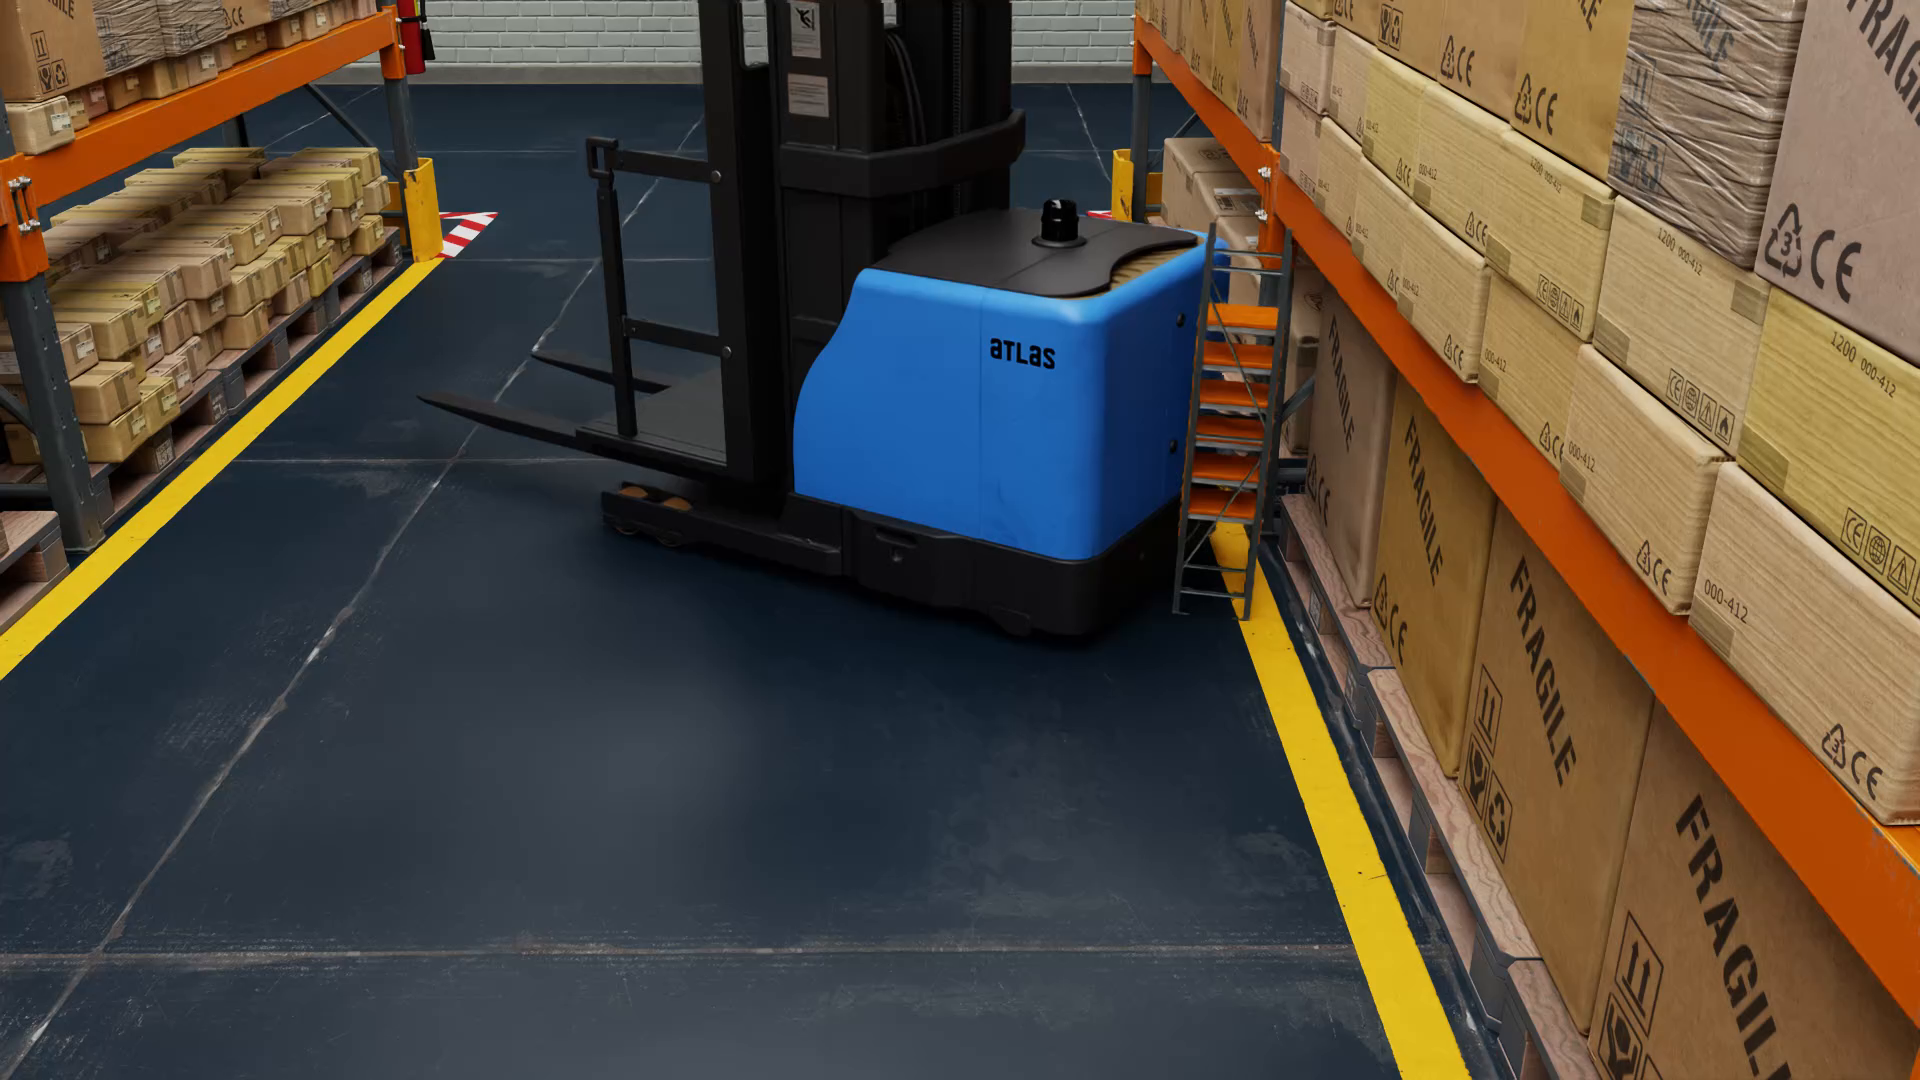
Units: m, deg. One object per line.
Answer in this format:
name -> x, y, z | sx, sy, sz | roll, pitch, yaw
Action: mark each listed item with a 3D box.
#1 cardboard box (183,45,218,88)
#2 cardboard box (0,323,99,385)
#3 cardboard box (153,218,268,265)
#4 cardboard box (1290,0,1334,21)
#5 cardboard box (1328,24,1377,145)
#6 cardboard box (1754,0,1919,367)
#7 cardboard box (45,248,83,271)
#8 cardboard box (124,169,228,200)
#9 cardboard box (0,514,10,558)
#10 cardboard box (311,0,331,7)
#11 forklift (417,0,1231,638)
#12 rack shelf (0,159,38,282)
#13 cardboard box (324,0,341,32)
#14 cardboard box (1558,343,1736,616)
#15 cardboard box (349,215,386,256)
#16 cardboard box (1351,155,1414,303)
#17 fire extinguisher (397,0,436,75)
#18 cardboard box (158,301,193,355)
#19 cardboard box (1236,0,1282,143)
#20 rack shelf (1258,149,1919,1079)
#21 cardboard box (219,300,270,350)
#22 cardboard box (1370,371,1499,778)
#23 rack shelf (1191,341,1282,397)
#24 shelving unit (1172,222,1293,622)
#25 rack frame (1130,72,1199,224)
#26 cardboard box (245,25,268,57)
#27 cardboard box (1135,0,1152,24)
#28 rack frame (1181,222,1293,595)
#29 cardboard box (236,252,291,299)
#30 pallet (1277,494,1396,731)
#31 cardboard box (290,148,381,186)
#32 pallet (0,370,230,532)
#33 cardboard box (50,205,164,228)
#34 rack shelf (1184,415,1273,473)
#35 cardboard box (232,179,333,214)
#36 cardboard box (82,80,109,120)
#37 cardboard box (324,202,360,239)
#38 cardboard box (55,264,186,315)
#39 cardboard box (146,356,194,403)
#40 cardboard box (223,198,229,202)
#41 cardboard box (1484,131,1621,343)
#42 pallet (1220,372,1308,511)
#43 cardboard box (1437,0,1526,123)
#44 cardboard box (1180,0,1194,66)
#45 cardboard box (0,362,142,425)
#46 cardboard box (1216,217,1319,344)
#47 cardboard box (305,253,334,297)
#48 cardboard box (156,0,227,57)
cardboard box -> -3.190, -1.887, 6.587 | 0.380, 0.149, 0.250 | 1, 24, 2
cardboard box -> -3.248, -0.647, 5.768 | 0.380, 0.149, 0.250 | 1, 24, 2
cardboard box -> -3.239, -1.291, 7.192 | 0.380, 0.149, 0.250 | 0, 24, 0
cardboard box -> 1.215, -1.723, 4.585 | 0.500, 0.500, 0.500 | 0, 24, 0
cardboard box -> 1.254, -1.167, 4.265 | 0.500, 0.250, 0.500 | 0, 24, 0
cardboard box -> 1.274, -0.469, 1.813 | 0.500, 0.500, 0.500 | -1, 24, -2
cardboard box -> -3.788, -1.076, 6.716 | 0.380, 0.149, 0.250 | -1, 24, -3
cardboard box -> -3.831, -1.717, 8.135 | 0.380, 0.149, 0.250 | 0, 24, -1
cardboard box -> -3.191, -0.089, 4.831 | 0.500, 0.500, 0.500 | -1, 24, -2
cardboard box -> -3.232, -2.774, 7.760 | 0.500, 0.500, 0.500 | -1, 24, -1
forklift -> -0.646, -1.481, 5.467 | 3.031, 2.935, 1.130 | 14, 28, 29
rack shelf -> -3.430, -0.189, 3.400 | 1.077, 0.370, 4.000 | 0, 24, -1
cardboard box -> -3.226, -2.535, 8.021 | 0.380, 0.149, 0.250 | 0, 24, -1
cardboard box -> 1.255, -0.106, 2.525 | 0.500, 0.250, 0.500 | 0, 24, 0
cardboard box -> -3.177, -1.560, 8.509 | 0.380, 0.149, 0.250 | 0, 24, 1
cardboard box -> 1.235, -0.729, 3.904 | 0.500, 0.250, 0.500 | 0, 24, -1
fire extinguisher -> -3.036, -2.890, 9.045 | 0.296, 0.674, 0.183 | 0, 24, -1
cardboard box -> -3.267, -0.835, 6.544 | 0.380, 0.149, 0.250 | -1, 24, -3
cardboard box -> 1.237, -1.640, 5.615 | 0.500, 0.500, 0.500 | 0, 24, 0
rack shelf -> 1.519, -0.253, 3.541 | 1.077, 0.370, 4.000 | 0, 24, -1
cardboard box -> -3.189, -0.919, 7.092 | 0.380, 0.149, 0.250 | -1, 24, -2
cardboard box -> 1.602, 0.000, 4.180 | 0.875, 0.875, 0.875 | 0, 24, 1
rack shelf -> 0.823, -0.515, 4.944 | 0.258, 0.103, 0.180 | 6, 26, 8
shelving unit -> 0.817, -0.338, 5.028 | 0.258, 1.200, 0.189 | 6, 26, 8
rack frame -> 1.454, -3.053, 8.860 | 1.000, 3.000, 0.127 | 0, 24, -1
cardboard box -> -3.283, -2.210, 7.301 | 0.380, 0.149, 0.250 | -1, 24, -3
cardboard box -> 1.172, -2.899, 8.399 | 0.500, 0.500, 0.500 | 0, 24, -1
rack frame -> 0.833, -0.376, 5.110 | 0.240, 1.200, 0.006 | 6, 26, 8
cardboard box -> -3.163, -1.154, 7.251 | 0.380, 0.149, 0.250 | 0, 24, 0
pallet -> 1.581, 0.184, 5.088 | 1.003, 0.211, 1.213 | 0, 24, -1
cardboard box -> -3.236, -1.935, 8.617 | 0.380, 0.149, 0.250 | 0, 24, 0
pallet -> -3.494, -0.347, 6.260 | 1.003, 0.211, 1.213 | 0, 24, -1
cardboard box -> -3.795, -1.393, 7.417 | 0.380, 0.149, 0.250 | 0, 24, 0
rack shelf -> 0.816, -0.298, 5.047 | 0.258, 0.103, 0.180 | 6, 26, 8
cardboard box -> -3.221, -1.618, 7.916 | 0.380, 0.149, 0.250 | -1, 24, -3
cardboard box -> -3.260, -1.560, 5.864 | 0.380, 0.149, 0.250 | -1, 24, -3
cardboard box -> -3.196, -1.586, 8.207 | 0.380, 0.149, 0.250 | -1, 24, -3
cardboard box -> -3.269, -0.972, 6.487 | 0.380, 0.149, 0.250 | -1, 24, -2
cardboard box -> -3.192, -0.596, 6.378 | 0.380, 0.149, 0.250 | 0, 24, -1
cardboard box -> -3.708, -1.586, 8.206 | 0.380, 0.149, 0.250 | 0, 24, 0
cardboard box -> 1.246, -0.536, 2.871 | 0.500, 0.250, 0.500 | -1, 24, -2
pallet -> 1.567, -0.448, 6.484 | 1.003, 0.211, 1.213 | 0, 24, -1
cardboard box -> 1.263, -1.094, 3.194 | 0.500, 0.500, 0.500 | -1, 24, -1
cardboard box -> 1.215, -2.275, 7.019 | 0.500, 0.500, 0.500 | 1, 24, 1
cardboard box -> -3.135, -0.519, 5.847 | 0.380, 0.149, 0.250 | 1, 24, 2
cardboard box -> 1.587, -1.057, 7.046 | 0.875, 0.438, 0.875 | -1, 24, -2
cardboard box -> -3.179, -1.244, 7.810 | 0.380, 0.149, 0.250 | -1, 24, -3
cardboard box -> -3.187, -2.138, 6.356 | 0.500, 0.500, 0.500 | -1, 24, -2
